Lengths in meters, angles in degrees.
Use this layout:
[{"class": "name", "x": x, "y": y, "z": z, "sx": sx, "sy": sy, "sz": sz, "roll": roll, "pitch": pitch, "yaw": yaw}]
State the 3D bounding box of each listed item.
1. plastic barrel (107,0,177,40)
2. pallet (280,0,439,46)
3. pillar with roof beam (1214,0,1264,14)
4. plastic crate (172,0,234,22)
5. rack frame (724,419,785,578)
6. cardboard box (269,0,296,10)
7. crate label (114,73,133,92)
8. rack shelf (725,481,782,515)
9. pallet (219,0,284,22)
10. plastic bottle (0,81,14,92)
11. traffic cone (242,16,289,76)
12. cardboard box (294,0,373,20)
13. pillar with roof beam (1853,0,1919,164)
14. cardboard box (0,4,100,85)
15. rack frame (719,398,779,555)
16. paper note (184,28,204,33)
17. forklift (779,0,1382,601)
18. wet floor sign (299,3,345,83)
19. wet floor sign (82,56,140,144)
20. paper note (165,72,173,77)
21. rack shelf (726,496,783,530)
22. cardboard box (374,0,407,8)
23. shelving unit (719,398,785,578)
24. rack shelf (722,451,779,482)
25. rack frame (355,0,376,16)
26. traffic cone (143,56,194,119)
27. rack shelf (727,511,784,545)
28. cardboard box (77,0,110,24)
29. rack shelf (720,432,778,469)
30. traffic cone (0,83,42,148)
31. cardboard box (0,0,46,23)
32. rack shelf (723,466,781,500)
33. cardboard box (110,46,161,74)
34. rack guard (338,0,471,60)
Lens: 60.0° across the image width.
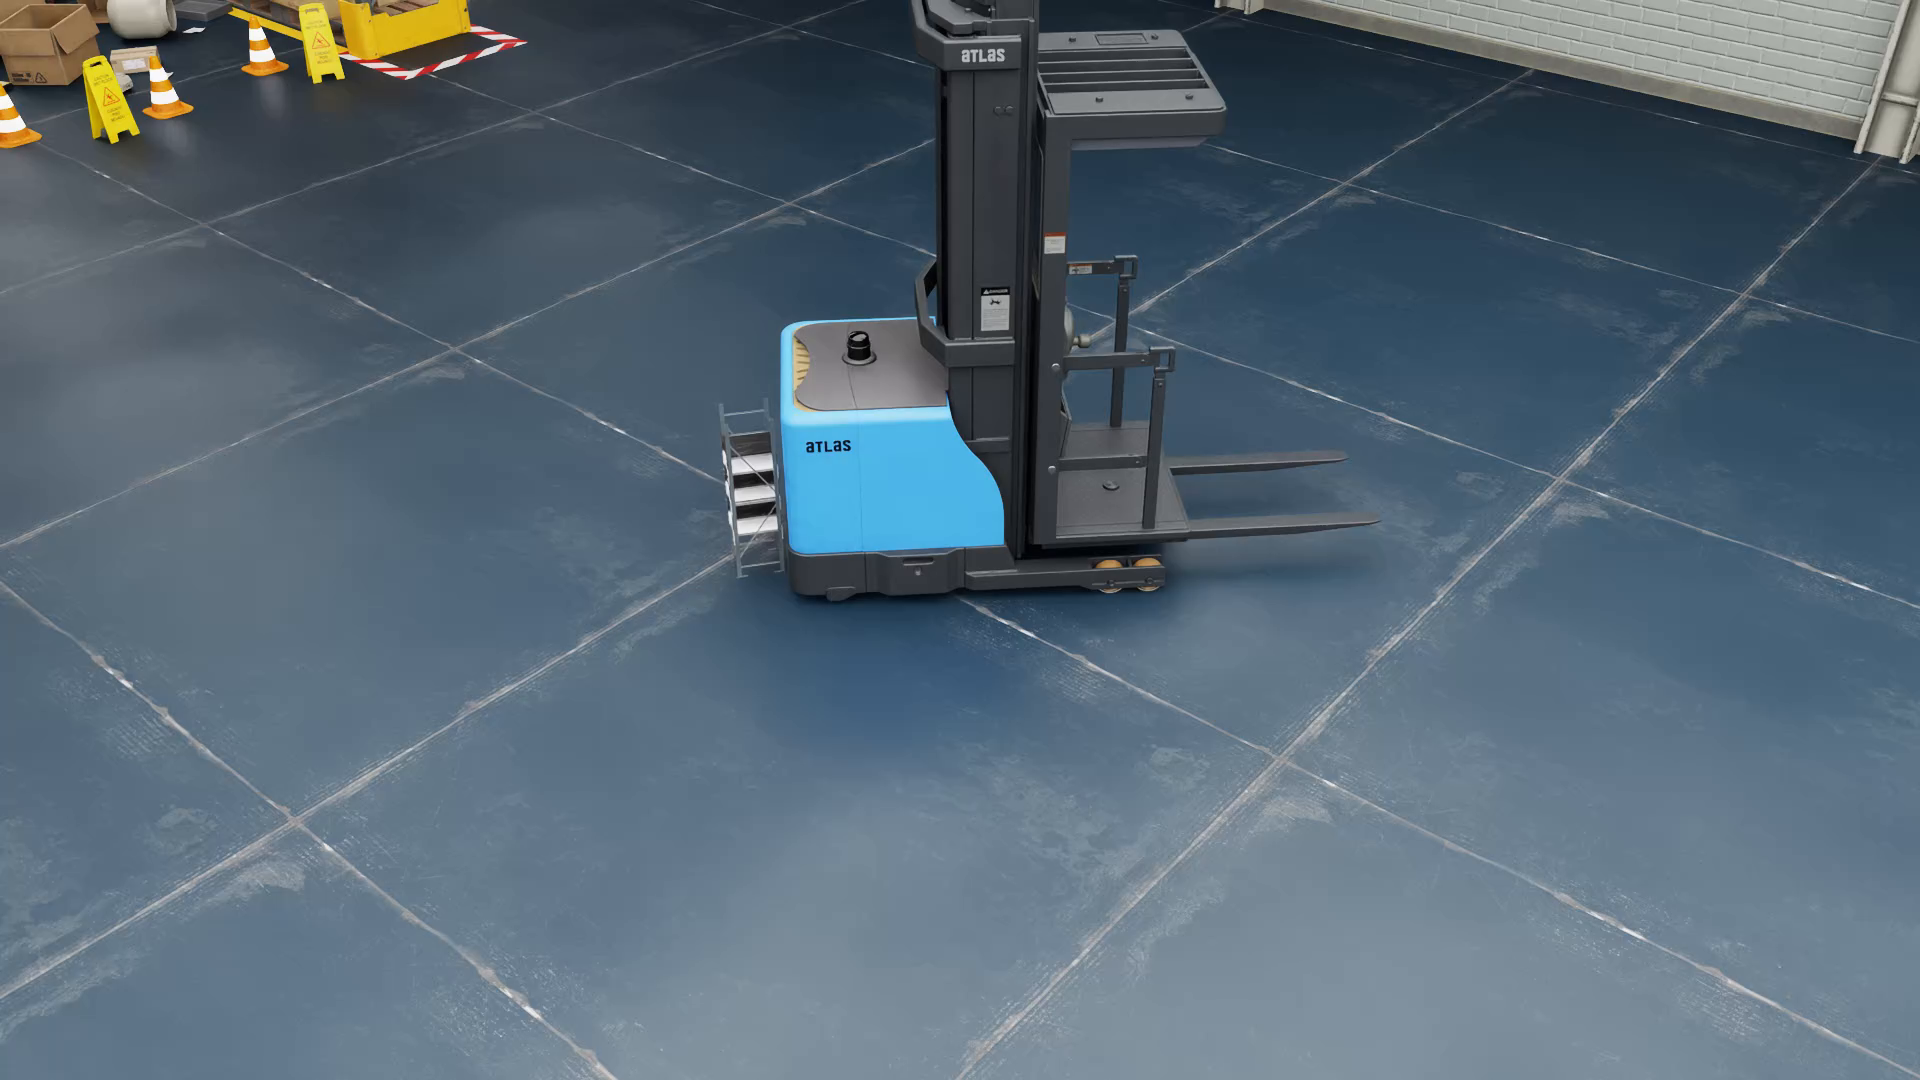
[{"class": "plastic barrel", "x": -7.623, "y": -4.893, "z": 15.501, "sx": 0.512, "sy": 0.421, "sz": 0.421, "roll": -6, "pitch": 35, "yaw": -8}, {"class": "pallet", "x": -5.727, "y": -5.053, "z": 15.922, "sx": 1.213, "sy": 0.211, "sz": 1.003, "roll": 25, "pitch": 42, "yaw": 32}, {"class": "pillar with roof beam", "x": 0.004, "y": -7.098, "z": 11.136, "sx": 0.400, "sy": 9.000, "sz": 9.100, "roll": 25, "pitch": 42, "yaw": 32}, {"class": "plastic crate", "x": -7.459, "y": -5.186, "z": 16.230, "sx": 0.583, "sy": 0.080, "sz": 0.402, "roll": 12, "pitch": 36, "yaw": 16}, {"class": "rack frame", "x": -1.014, "y": -0.196, "z": 8.241, "sx": 0.240, "sy": 0.900, "sz": 0.006, "roll": -8, "pitch": 35, "yaw": -11}, {"class": "cardboard box", "x": -6.254, "y": -5.272, "z": 15.835, "sx": 0.500, "sy": 0.250, "sz": 0.500, "roll": 25, "pitch": 42, "yaw": 32}, {"class": "crate label", "x": -7.316, "y": -3.932, "z": 14.354, "sx": 0.298, "sy": 0.136, "sz": 0.250, "roll": 6, "pitch": 35, "yaw": 8}, {"class": "rack shelf", "x": -1.038, "y": -0.225, "z": 8.341, "sx": 0.258, "sy": 0.077, "sz": 0.200, "roll": -8, "pitch": 35, "yaw": -11}, {"class": "pallet", "x": -6.661, "y": -5.495, "z": 16.565, "sx": 1.213, "sy": 0.211, "sz": 1.003, "roll": 25, "pitch": 42, "yaw": 32}, {"class": "plastic bottle", "x": -8.375, "y": -3.938, "z": 14.431, "sx": 0.283, "sy": 0.061, "sz": 0.133, "roll": 12, "pitch": 36, "yaw": 16}, {"class": "traffic cone", "x": -6.223, "y": -4.414, "z": 14.769, "sx": 0.334, "sy": 0.463, "sz": 0.336, "roll": 25, "pitch": 42, "yaw": 32}, {"class": "cardboard box", "x": -5.879, "y": -5.090, "z": 15.570, "sx": 0.500, "sy": 0.250, "sz": 0.500, "roll": 25, "pitch": 42, "yaw": 32}, {"class": "pillar with roof beam", "x": 4.615, "y": -4.924, "z": 7.971, "sx": 0.400, "sy": 9.000, "sz": 9.100, "roll": 25, "pitch": 42, "yaw": 32}, {"class": "cardboard box", "x": -8.037, "y": -4.371, "z": 14.671, "sx": 0.637, "sy": 0.503, "sz": 0.797, "roll": 0, "pitch": 34, "yaw": 0}, {"class": "rack frame", "x": -1.062, "y": -0.308, "z": 8.404, "sx": 0.240, "sy": 0.900, "sz": 0.006, "roll": -8, "pitch": 35, "yaw": -11}, {"class": "paper note", "x": -7.262, "y": -4.840, "z": 15.771, "sx": 0.148, "sy": 0.019, "sz": 0.142, "roll": 12, "pitch": 36, "yaw": 16}, {"class": "forklift", "x": 0.622, "y": -1.239, "z": 7.965, "sx": 3.031, "sy": 2.935, "sz": 1.130, "roll": -3, "pitch": 35, "yaw": -4}, {"class": "wet floor sign", "x": -5.606, "y": -4.361, "z": 14.530, "sx": 0.267, "sy": 0.644, "sz": 0.232, "roll": -18, "pitch": 38, "yaw": -25}, {"class": "wet floor sign", "x": -6.868, "y": -3.556, "z": 13.358, "sx": 0.232, "sy": 0.644, "sz": 0.267, "roll": 18, "pitch": 38, "yaw": 24}, {"class": "paper note", "x": -7.067, "y": -4.118, "z": 14.719, "sx": 0.142, "sy": 0.019, "sz": 0.148, "roll": 12, "pitch": 36, "yaw": 16}, {"class": "rack shelf", "x": -1.038, "y": -0.150, "z": 8.392, "sx": 0.258, "sy": 0.077, "sz": 0.200, "roll": -8, "pitch": 35, "yaw": -11}, {"class": "cardboard box", "x": -5.510, "y": -5.318, "z": 15.902, "sx": 0.500, "sy": 0.250, "sz": 0.500, "roll": 25, "pitch": 42, "yaw": 31}, {"class": "shelving unit", "x": -1.038, "y": -0.252, "z": 8.322, "sx": 0.258, "sy": 0.900, "sz": 0.210, "roll": -8, "pitch": 35, "yaw": -11}, {"class": "rack shelf", "x": -1.038, "y": -0.373, "z": 8.239, "sx": 0.258, "sy": 0.077, "sz": 0.200, "roll": -8, "pitch": 35, "yaw": -11}, {"class": "rack frame", "x": -5.067, "y": -5.866, "z": 14.641, "sx": 0.127, "sy": 3.000, "sz": 1.000, "roll": 25, "pitch": 42, "yaw": 32}, {"class": "traffic cone", "x": -6.672, "y": -3.808, "z": 13.887, "sx": 0.334, "sy": 0.463, "sz": 0.336, "roll": 25, "pitch": 42, "yaw": 32}, {"class": "rack shelf", "x": -1.038, "y": -0.076, "z": 8.443, "sx": 0.258, "sy": 0.077, "sz": 0.200, "roll": -8, "pitch": 35, "yaw": -11}, {"class": "cardboard box", "x": -8.189, "y": -5.305, "z": 16.031, "sx": 0.500, "sy": 0.500, "sz": 0.500, "roll": -6, "pitch": 35, "yaw": -8}, {"class": "rack shelf", "x": -1.038, "y": -0.447, "z": 8.188, "sx": 0.258, "sy": 0.077, "sz": 0.200, "roll": -8, "pitch": 35, "yaw": -11}, {"class": "traffic cone", "x": -7.656, "y": -3.440, "z": 13.350, "sx": 0.334, "sy": 0.463, "sz": 0.336, "roll": 25, "pitch": 42, "yaw": 32}, {"class": "cardboard box", "x": -8.761, "y": -4.762, "z": 15.120, "sx": 0.503, "sy": 0.637, "sz": 0.797, "roll": 25, "pitch": 42, "yaw": 32}, {"class": "rack shelf", "x": -1.038, "y": -0.299, "z": 8.290, "sx": 0.258, "sy": 0.077, "sz": 0.200, "roll": -8, "pitch": 35, "yaw": -11}, {"class": "cardboard box", "x": -7.367, "y": -4.286, "z": 14.860, "sx": 0.380, "sy": 0.149, "sz": 0.250, "roll": -12, "pitch": 36, "yaw": -17}, {"class": "rack guard", "x": -5.126, "y": -4.863, "z": 15.389, "sx": 0.348, "sy": 0.500, "sz": 1.175, "roll": 25, "pitch": 42, "yaw": 32}]
